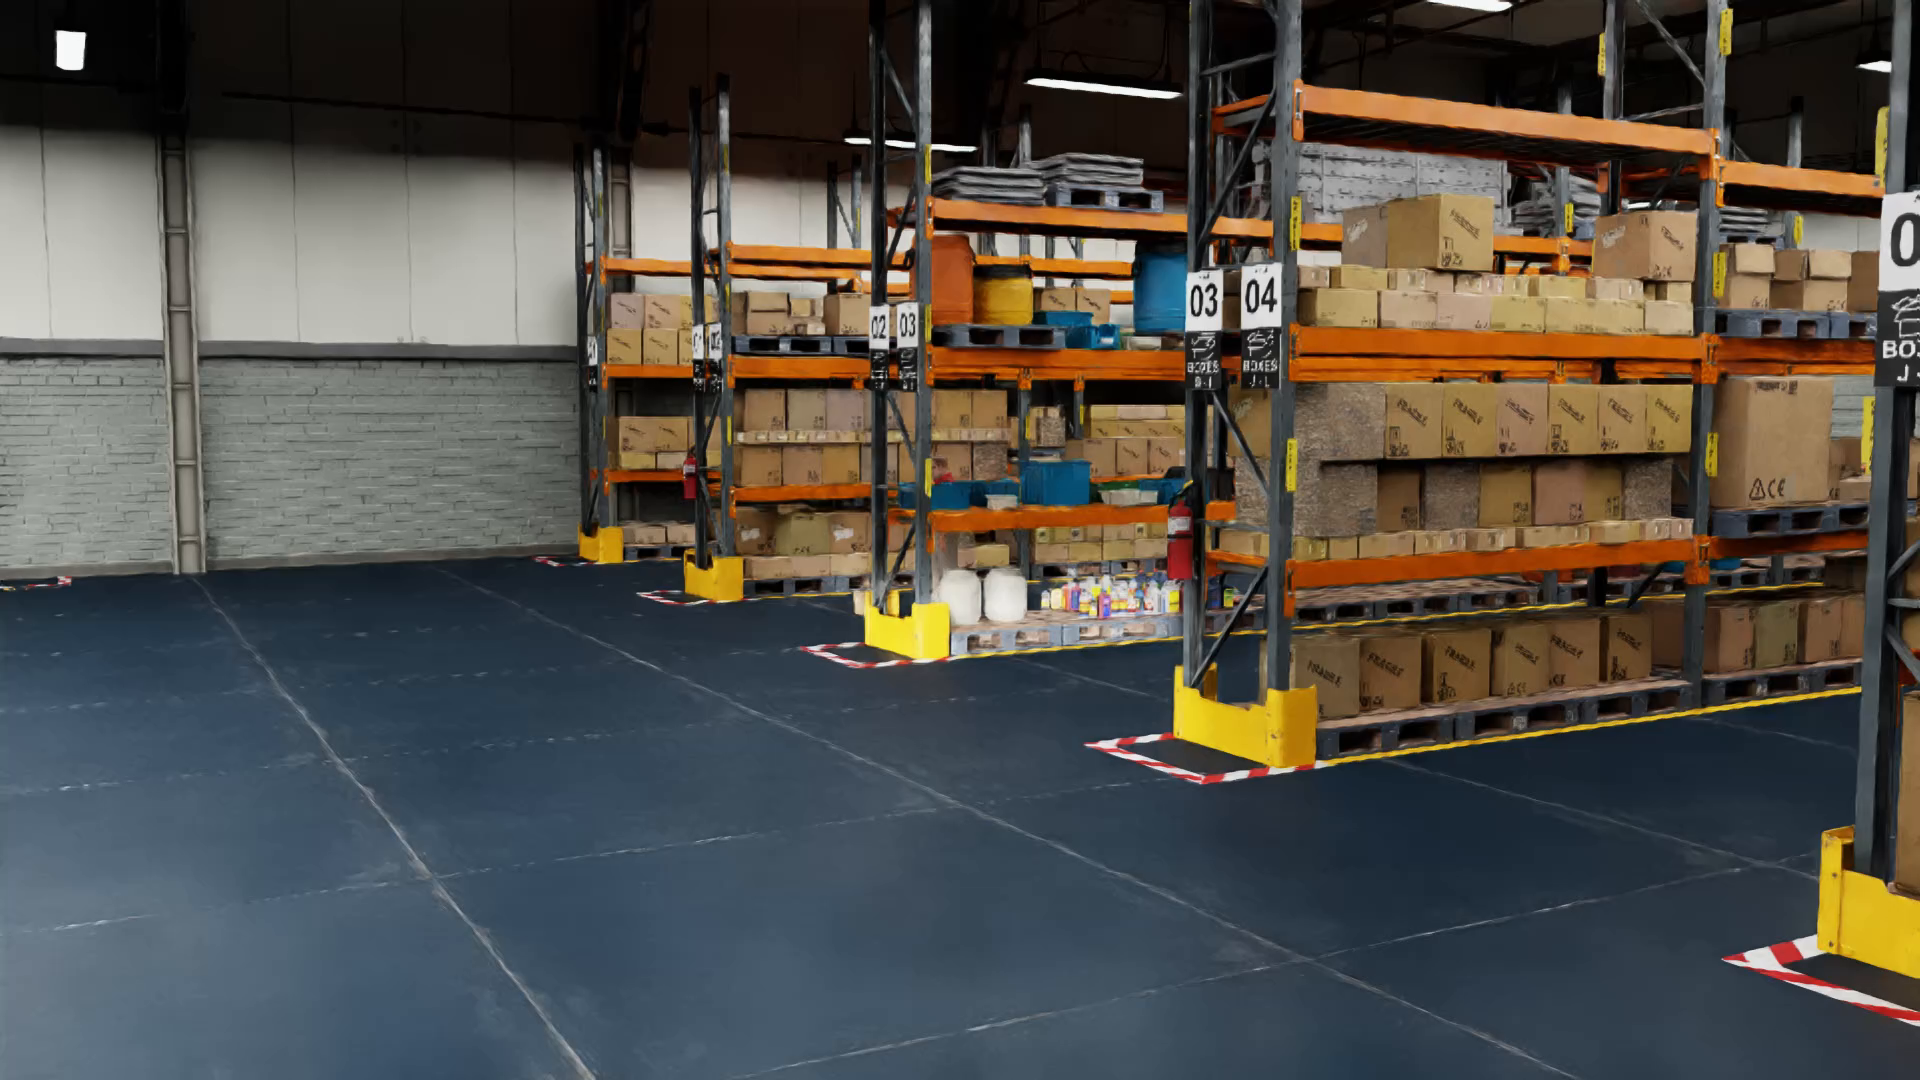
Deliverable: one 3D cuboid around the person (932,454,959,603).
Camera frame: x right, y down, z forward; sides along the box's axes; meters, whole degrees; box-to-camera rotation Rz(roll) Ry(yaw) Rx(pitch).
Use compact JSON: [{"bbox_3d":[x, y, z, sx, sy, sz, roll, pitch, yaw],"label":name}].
[{"bbox_3d":[-0.214,-0.081,18.133,0.548,1.716,0.744,0,5,-1],"label":"person"}]
